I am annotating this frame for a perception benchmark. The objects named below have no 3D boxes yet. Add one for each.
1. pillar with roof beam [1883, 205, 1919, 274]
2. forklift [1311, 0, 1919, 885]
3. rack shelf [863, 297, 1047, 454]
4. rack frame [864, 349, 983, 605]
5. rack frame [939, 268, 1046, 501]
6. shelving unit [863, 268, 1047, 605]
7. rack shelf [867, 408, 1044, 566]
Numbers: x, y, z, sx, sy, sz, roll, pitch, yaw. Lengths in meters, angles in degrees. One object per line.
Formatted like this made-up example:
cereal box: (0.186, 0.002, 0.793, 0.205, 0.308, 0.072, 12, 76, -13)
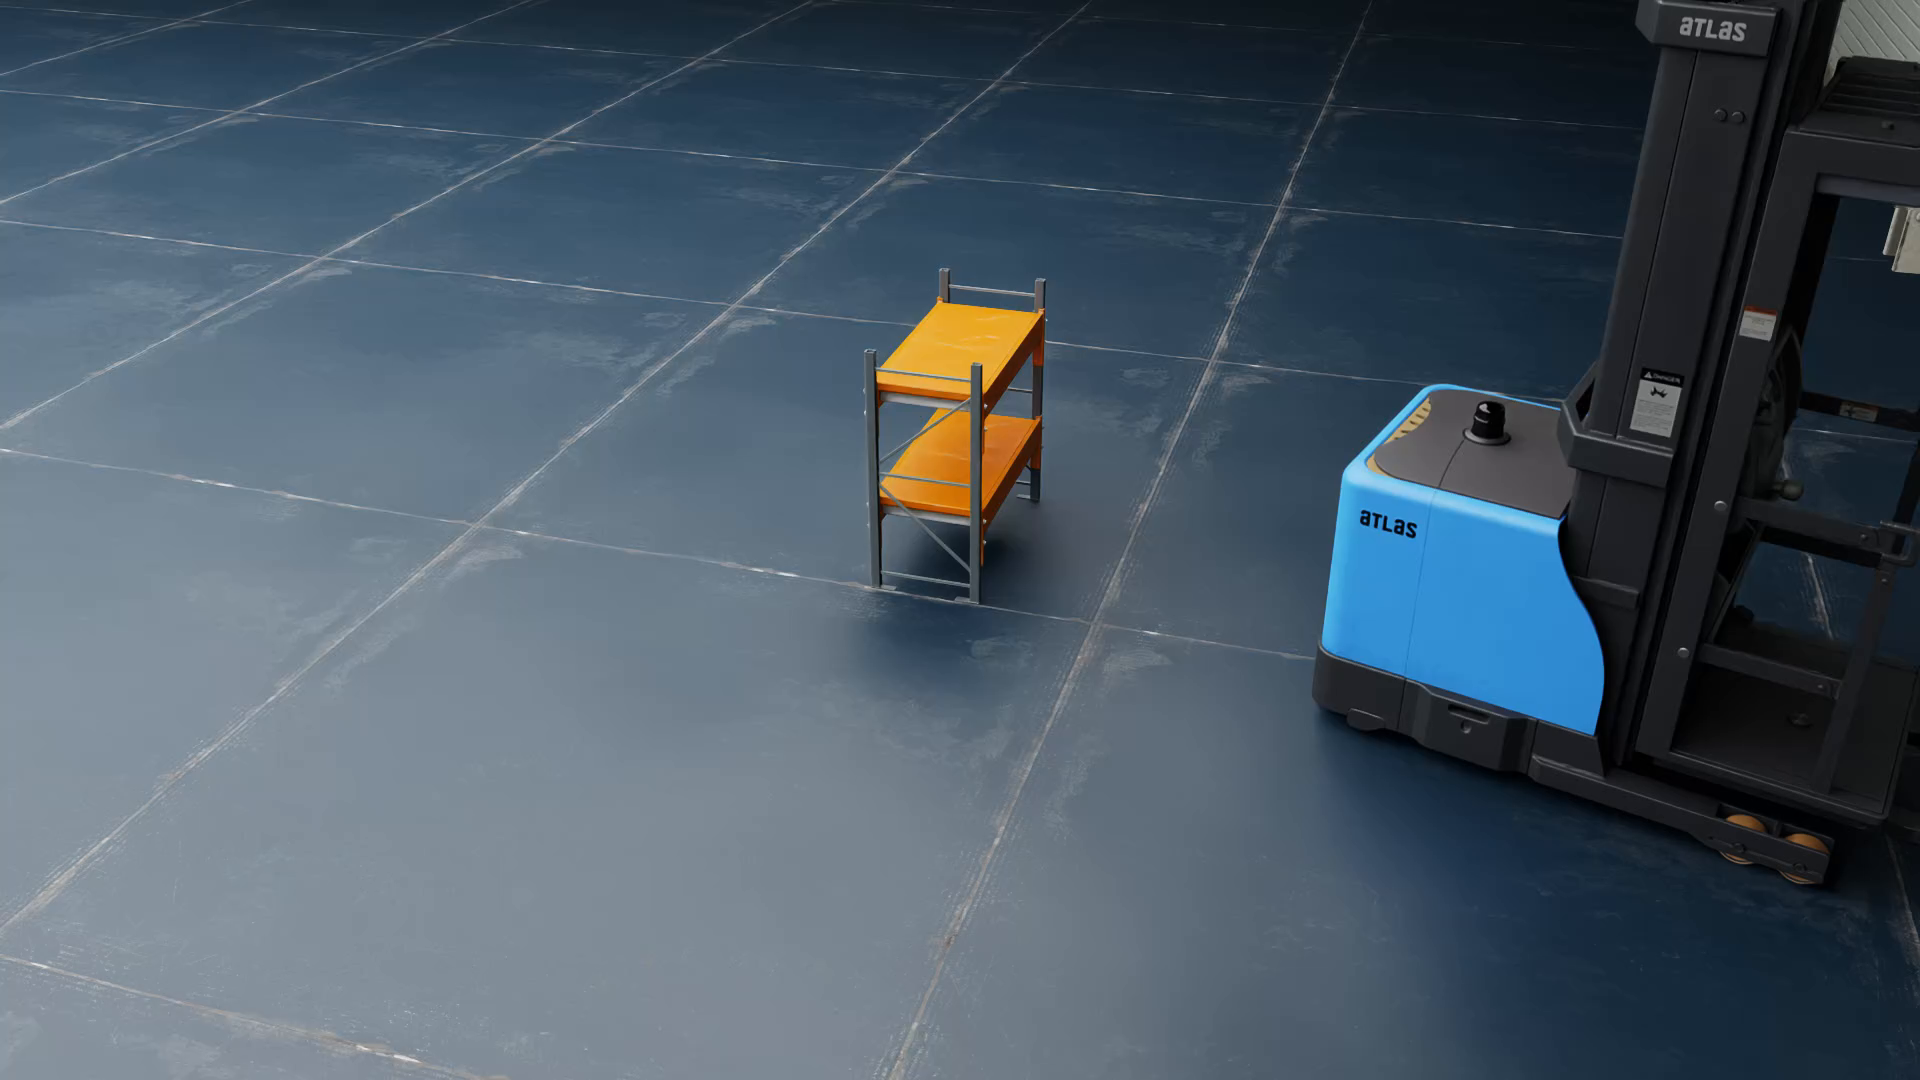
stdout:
pillar with roof beam: (2.218, -6.380, 9.963, 9.100, 9.000, 0.400, 8, 30, 15)
forklift: (2.893, -0.408, 5.468, 3.031, 2.935, 1.130, 17, 33, 28)
rack shelf: (-0.002, -0.744, 7.329, 0.538, 0.278, 1.000, 8, 30, 15)
rack frame: (-0.151, -0.252, 7.046, 0.500, 1.125, 0.032, 8, 30, 15)
rack frame: (0.147, -0.725, 7.896, 0.500, 1.125, 0.032, 8, 30, 15)
shelving unit: (-0.002, -0.488, 7.471, 0.538, 1.125, 1.048, 8, 30, 15)
rack shelf: (-0.002, -0.275, 7.590, 0.538, 0.278, 1.000, 8, 30, 15)
